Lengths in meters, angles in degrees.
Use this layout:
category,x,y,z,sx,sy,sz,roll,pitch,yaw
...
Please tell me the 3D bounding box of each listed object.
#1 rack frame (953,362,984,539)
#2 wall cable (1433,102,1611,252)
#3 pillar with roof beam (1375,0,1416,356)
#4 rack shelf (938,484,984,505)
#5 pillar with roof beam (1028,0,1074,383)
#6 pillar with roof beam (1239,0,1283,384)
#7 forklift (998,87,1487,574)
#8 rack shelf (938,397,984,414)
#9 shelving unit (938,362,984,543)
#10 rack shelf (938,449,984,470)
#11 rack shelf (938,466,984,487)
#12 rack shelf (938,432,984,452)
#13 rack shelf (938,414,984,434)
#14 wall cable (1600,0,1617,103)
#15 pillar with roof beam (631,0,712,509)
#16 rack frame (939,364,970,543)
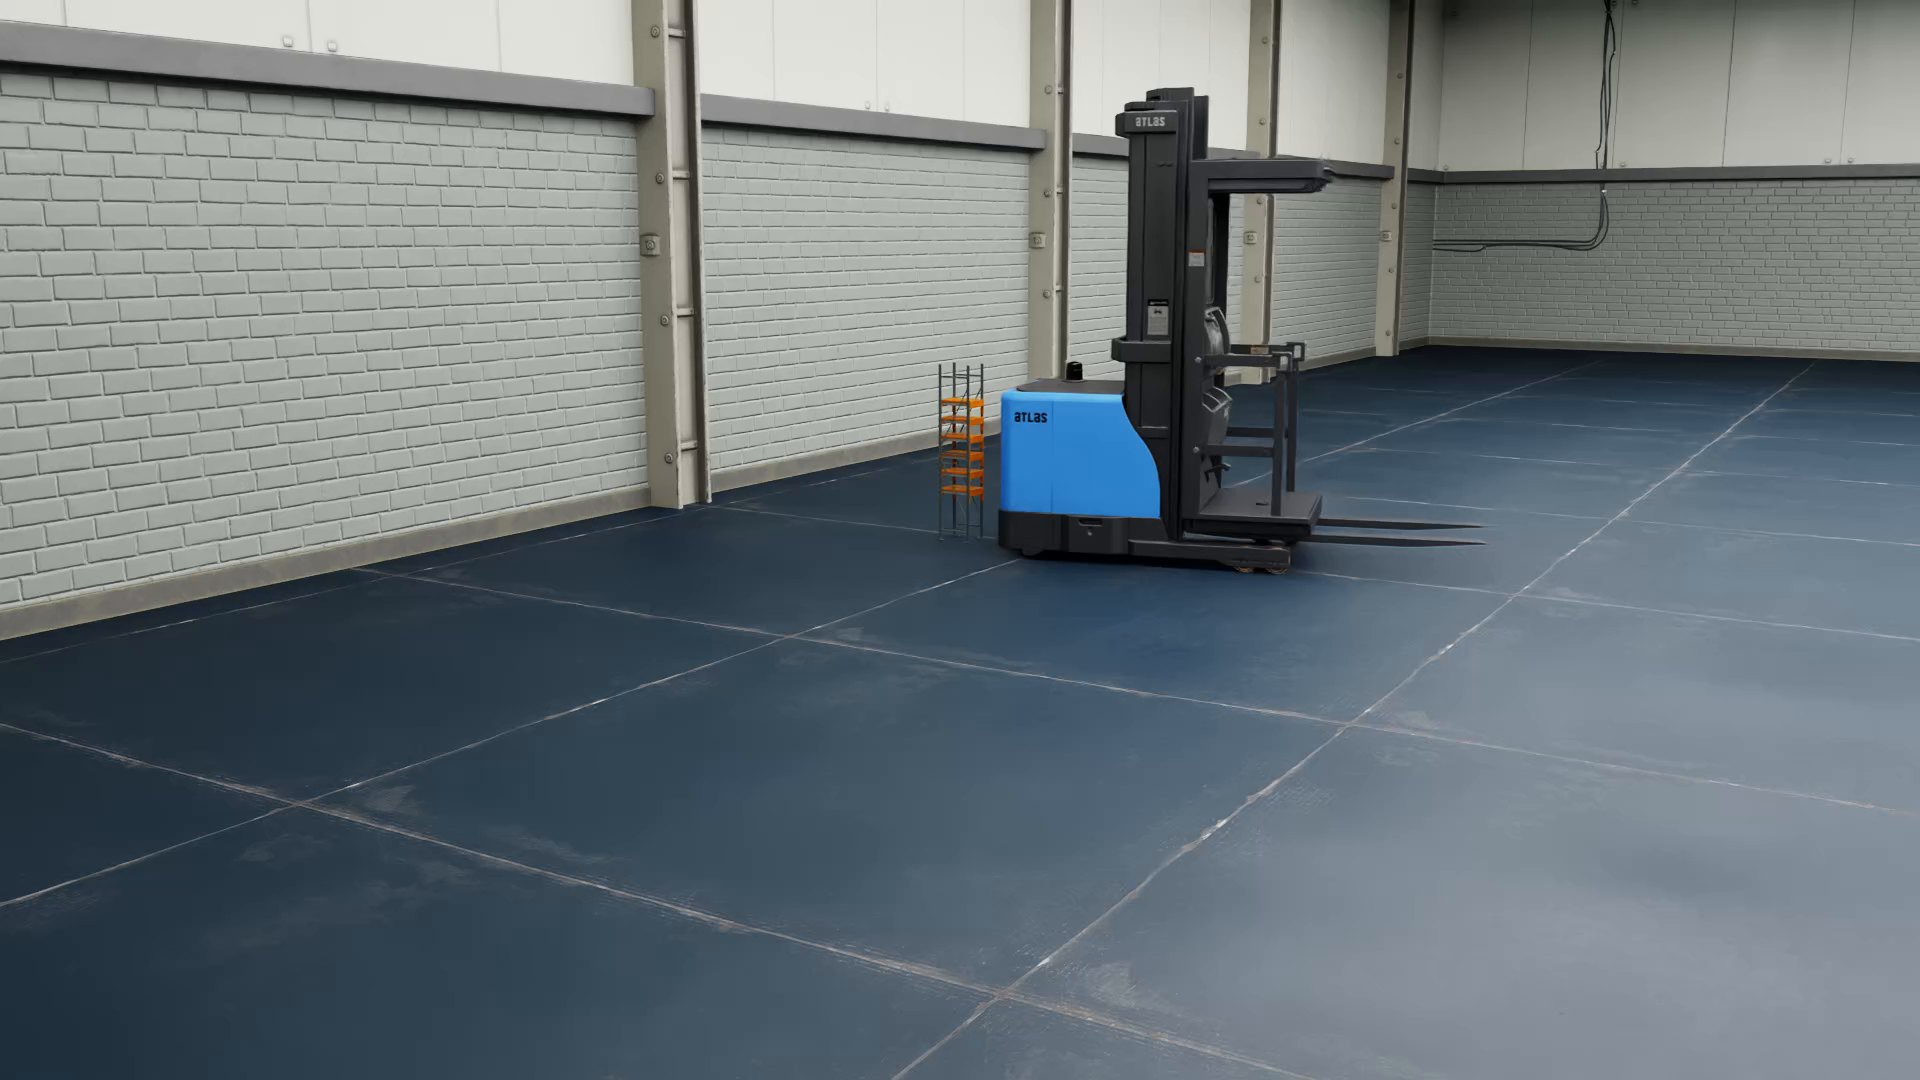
category,x,y,z,sx,sy,sz,roll,pitch,yaw
rack frame,0.055,-0.606,11.347,0.240,1.200,0.006,6,12,31
wall cable,9.838,-6.348,29.258,3.097,2.526,0.112,6,12,31
pillar with roof beam,10.857,-7.126,24.975,9.100,9.000,0.400,6,12,31
rack shelf,0.008,-0.312,11.323,0.258,0.103,0.180,6,12,31
pillar with roof beam,4.627,-5.238,14.895,9.100,9.000,0.400,6,12,31
pillar with roof beam,7.742,-6.182,19.935,9.100,9.000,0.400,6,12,31
forklift,1.823,-1.339,10.554,3.031,2.935,1.130,3,11,16
rack shelf,0.008,-0.902,11.212,0.258,0.103,0.180,6,12,31
shelving unit,0.008,-0.592,11.270,0.258,1.200,0.189,6,12,31
rack shelf,0.008,-0.548,11.279,0.258,0.103,0.180,6,12,31
rack shelf,0.008,-0.430,11.301,0.258,0.103,0.180,6,12,31
rack shelf,0.008,-0.666,11.257,0.258,0.103,0.180,6,12,31
rack shelf,0.008,-0.784,11.234,0.258,0.103,0.180,6,12,31
wall cable,12.150,-8.571,27.413,3.097,2.526,0.112,6,12,31
pillar with roof beam,1.512,-4.295,9.854,9.100,9.000,0.400,6,12,31
rack frame,-0.040,-0.578,11.194,0.240,1.200,0.006,6,12,31
